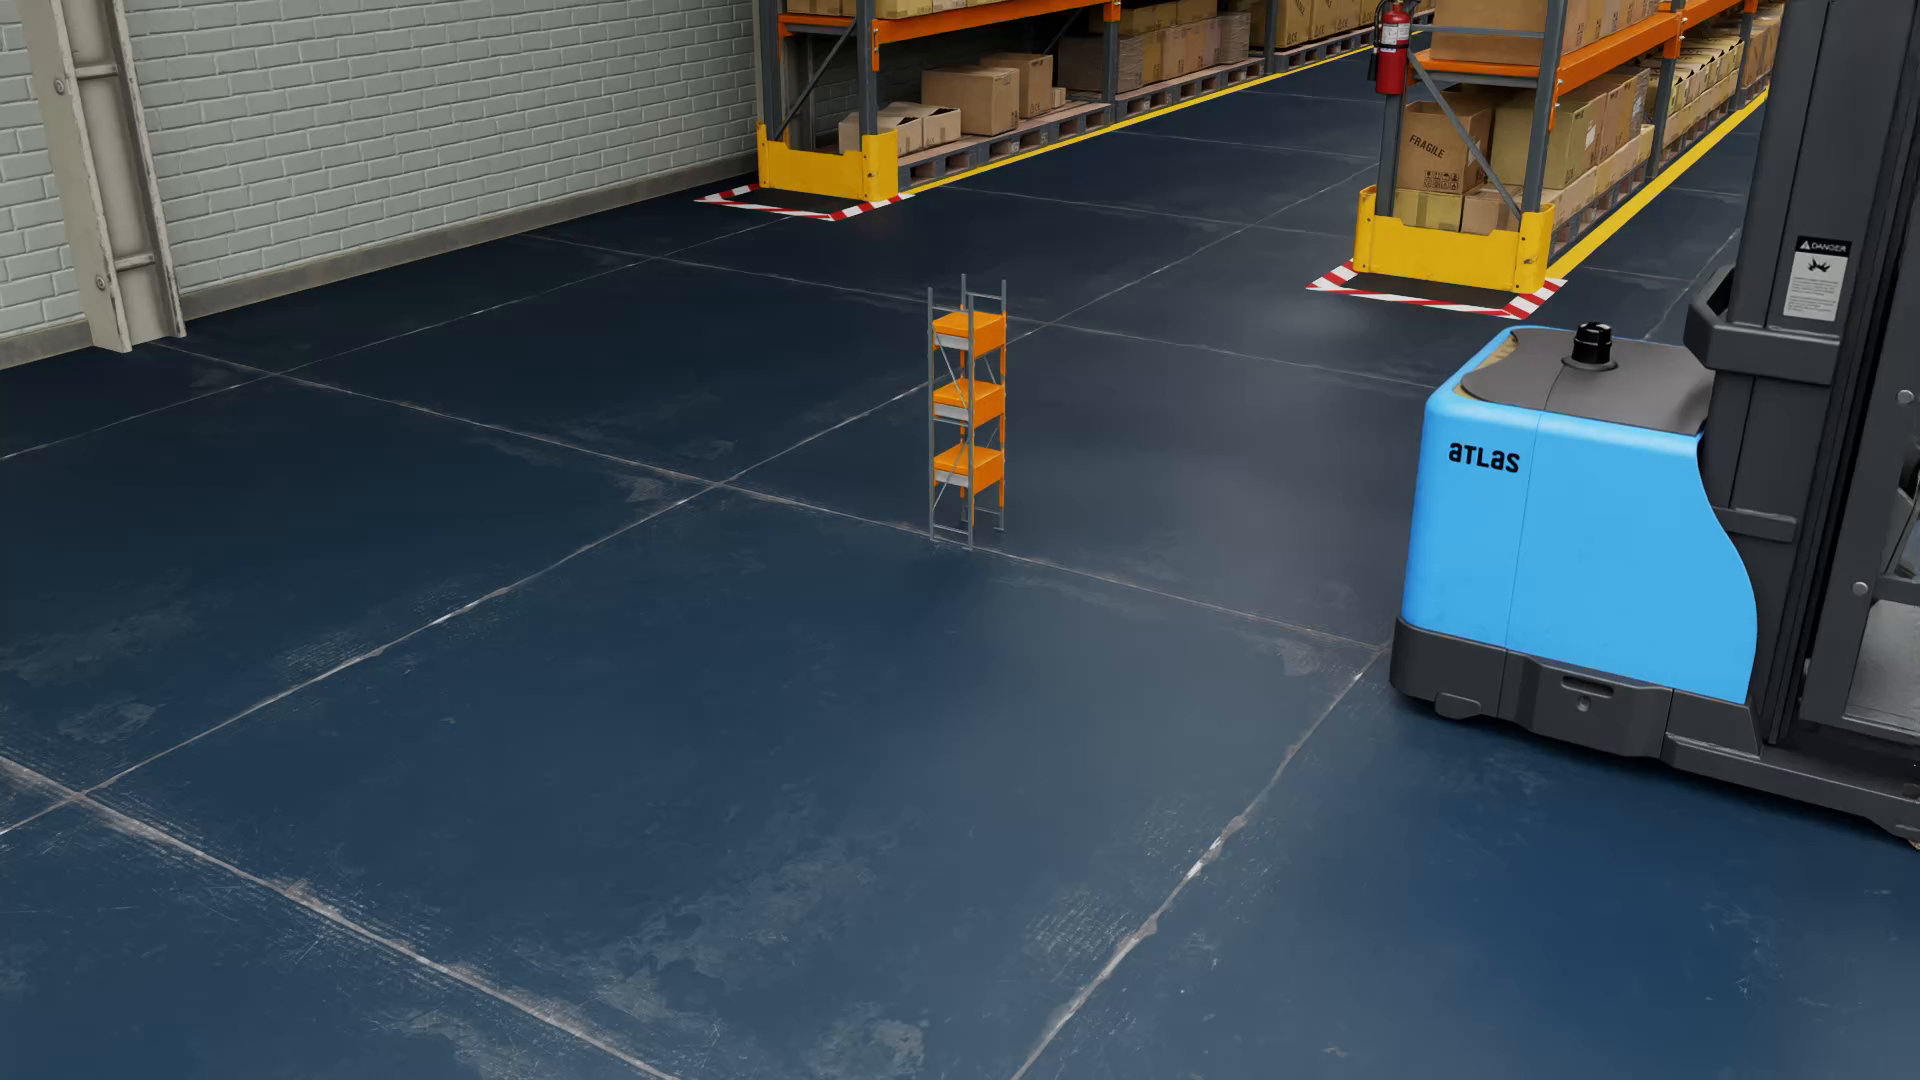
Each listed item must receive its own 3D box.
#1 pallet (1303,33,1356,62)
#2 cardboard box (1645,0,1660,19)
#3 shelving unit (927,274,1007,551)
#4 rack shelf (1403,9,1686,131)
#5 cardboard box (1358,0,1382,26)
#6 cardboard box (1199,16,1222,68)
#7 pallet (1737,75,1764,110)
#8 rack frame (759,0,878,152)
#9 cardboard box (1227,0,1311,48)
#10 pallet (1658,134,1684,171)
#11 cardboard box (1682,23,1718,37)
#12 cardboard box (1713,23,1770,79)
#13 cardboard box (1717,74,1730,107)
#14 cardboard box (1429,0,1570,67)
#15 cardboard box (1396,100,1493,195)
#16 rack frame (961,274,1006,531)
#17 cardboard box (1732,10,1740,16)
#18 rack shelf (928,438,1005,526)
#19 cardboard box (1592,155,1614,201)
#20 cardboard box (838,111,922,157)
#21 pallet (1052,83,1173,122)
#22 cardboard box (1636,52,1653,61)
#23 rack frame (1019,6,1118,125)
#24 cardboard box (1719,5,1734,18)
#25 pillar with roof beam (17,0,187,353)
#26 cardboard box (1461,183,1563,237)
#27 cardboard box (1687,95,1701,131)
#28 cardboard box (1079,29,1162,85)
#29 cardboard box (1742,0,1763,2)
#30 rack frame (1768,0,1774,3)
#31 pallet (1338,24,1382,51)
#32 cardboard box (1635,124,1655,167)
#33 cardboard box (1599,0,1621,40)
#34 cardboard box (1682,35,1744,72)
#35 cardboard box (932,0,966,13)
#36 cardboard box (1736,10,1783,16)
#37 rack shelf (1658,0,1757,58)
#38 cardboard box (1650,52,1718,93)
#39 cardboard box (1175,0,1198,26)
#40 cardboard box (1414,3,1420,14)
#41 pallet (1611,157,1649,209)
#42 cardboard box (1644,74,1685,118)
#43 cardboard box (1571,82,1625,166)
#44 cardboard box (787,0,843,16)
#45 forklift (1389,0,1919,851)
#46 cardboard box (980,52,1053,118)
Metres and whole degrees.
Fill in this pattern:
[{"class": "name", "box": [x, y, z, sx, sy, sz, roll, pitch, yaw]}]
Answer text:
[{"class": "pallet", "box": [4.261, -6.190, 20.782, 1.003, 0.211, 1.213, 14, 27, 29]}, {"class": "cardboard box", "box": [5.009, -4.317, 12.820, 0.700, 0.500, 0.500, 13, 27, 28]}, {"class": "shelving unit", "box": [0.028, -0.500, 6.583, 0.215, 1.050, 0.252, 14, 27, 29]}, {"class": "rack shelf", "box": [4.182, -3.417, 11.773, 1.077, 0.370, 4.000, 14, 27, 29]}, {"class": "cardboard box", "box": [5.015, -7.119, 21.595, 0.750, 0.750, 0.750, 14, 27, 30]}, {"class": "cardboard box", "box": [2.431, -5.460, 18.180, 0.700, 0.500, 0.500, 14, 27, 29]}, {"class": "pallet", "box": [7.773, -4.736, 17.425, 1.003, 0.211, 1.213, 14, 27, 29]}, {"class": "rack frame", "box": [-1.083, -4.109, 12.466, 1.000, 3.000, 0.127, 14, 27, 29]}, {"class": "cardboard box", "box": [3.636, -6.236, 19.556, 0.750, 0.750, 0.750, 13, 27, 28]}, {"class": "pallet", "box": [5.593, -3.399, 14.336, 1.003, 0.211, 1.213, 14, 27, 29]}, {"class": "cardboard box", "box": [7.641, -5.192, 17.560, 0.500, 0.500, 0.500, 15, 28, 31]}, {"class": "cardboard box", "box": [8.102, -5.098, 17.344, 0.500, 0.500, 0.500, 13, 27, 27]}, {"class": "cardboard box", "box": [7.008, -4.300, 15.839, 0.500, 0.250, 0.500, 14, 27, 28]}, {"class": "cardboard box", "box": [3.385, -3.273, 10.408, 0.700, 0.500, 0.500, 14, 27, 29]}, {"class": "cardboard box", "box": [3.158, -2.590, 10.946, 0.500, 0.500, 0.500, 14, 27, 29]}, {"class": "rack frame", "box": [0.093, -0.541, 6.678, 0.200, 1.050, 0.008, 14, 27, 29]}, {"class": "cardboard box", "box": [8.453, -5.715, 18.769, 0.500, 0.500, 0.500, 14, 27, 30]}, {"class": "rack shelf", "box": [0.028, -0.235, 6.698, 0.215, 0.259, 0.240, 14, 27, 29]}, {"class": "cardboard box", "box": [4.392, -2.643, 12.012, 0.500, 0.250, 0.500, 14, 27, 29]}, {"class": "cardboard box", "box": [-0.642, -3.291, 13.408, 0.500, 0.311, 0.500, 11, 26, 23]}, {"class": "pallet", "box": [1.436, -4.442, 16.746, 1.003, 0.211, 1.213, 14, 27, 29]}, {"class": "cardboard box", "box": [6.010, -4.321, 15.182, 0.500, 0.311, 0.500, 13, 27, 28]}, {"class": "rack frame", "box": [1.027, -5.459, 15.584, 1.000, 3.000, 0.127, 14, 27, 29]}, {"class": "cardboard box", "box": [8.204, -5.902, 18.256, 0.500, 0.250, 0.500, 13, 27, 28]}, {"class": "pillar with roof beam", "box": [-0.956, -4.352, 5.476, 9.100, 9.000, 0.400, 14, 27, 29]}, {"class": "cardboard box", "box": [3.599, -2.137, 10.844, 0.500, 0.250, 0.500, 14, 27, 29]}, {"class": "cardboard box", "box": [6.202, -3.785, 14.649, 0.500, 0.250, 0.500, 13, 27, 27]}, {"class": "cardboard box", "box": [1.631, -4.950, 17.002, 0.700, 0.500, 0.500, 13, 27, 28]}, {"class": "cardboard box", "box": [9.517, -6.429, 20.417, 0.500, 0.500, 0.500, 14, 27, 29]}, {"class": "rack frame", "box": [9.457, -7.122, 19.426, 1.000, 3.000, 0.127, 14, 27, 29]}, {"class": "pallet", "box": [4.904, -6.603, 21.737, 1.003, 0.211, 1.213, 14, 27, 29]}, {"class": "cardboard box", "box": [5.178, -3.151, 13.185, 0.500, 0.250, 0.500, 14, 27, 29]}, {"class": "cardboard box", "box": [4.199, -3.796, 11.617, 0.700, 0.500, 0.500, 15, 27, 31]}, {"class": "cardboard box", "box": [7.280, -4.732, 16.131, 0.500, 0.311, 0.500, 15, 27, 30]}, {"class": "cardboard box", "box": [-0.294, -4.326, 13.130, 0.500, 0.250, 0.500, 13, 27, 27]}, {"class": "cardboard box", "box": [8.908, -5.616, 18.540, 0.500, 0.500, 0.500, 14, 27, 30]}, {"class": "rack shelf", "box": [6.292, -4.767, 14.891, 1.077, 0.370, 4.000, 14, 27, 29]}, {"class": "cardboard box", "box": [6.477, -4.217, 14.941, 0.500, 0.311, 0.500, 15, 27, 30]}, {"class": "cardboard box", "box": [2.180, -5.600, 17.559, 0.500, 0.250, 0.500, 14, 27, 29]}, {"class": "cardboard box", "box": [5.996, -7.604, 23.158, 0.700, 0.500, 0.500, 14, 27, 28]}, {"class": "pallet", "box": [4.782, -2.883, 13.143, 1.003, 0.211, 1.213, 14, 27, 29]}, {"class": "cardboard box", "box": [5.667, -3.698, 13.742, 0.500, 0.311, 0.500, 14, 27, 29]}, {"class": "cardboard box", "box": [4.393, -2.987, 11.863, 0.500, 0.500, 0.500, 14, 27, 29]}, {"class": "cardboard box", "box": [-1.001, -4.248, 12.950, 0.500, 0.250, 0.500, 14, 27, 30]}, {"class": "forklift", "box": [2.942, -0.657, 4.579, 3.031, 2.935, 1.130, 14, 27, 29]}, {"class": "cardboard box", "box": [0.513, -4.155, 15.165, 0.500, 0.500, 0.500, 12, 26, 25]}]
